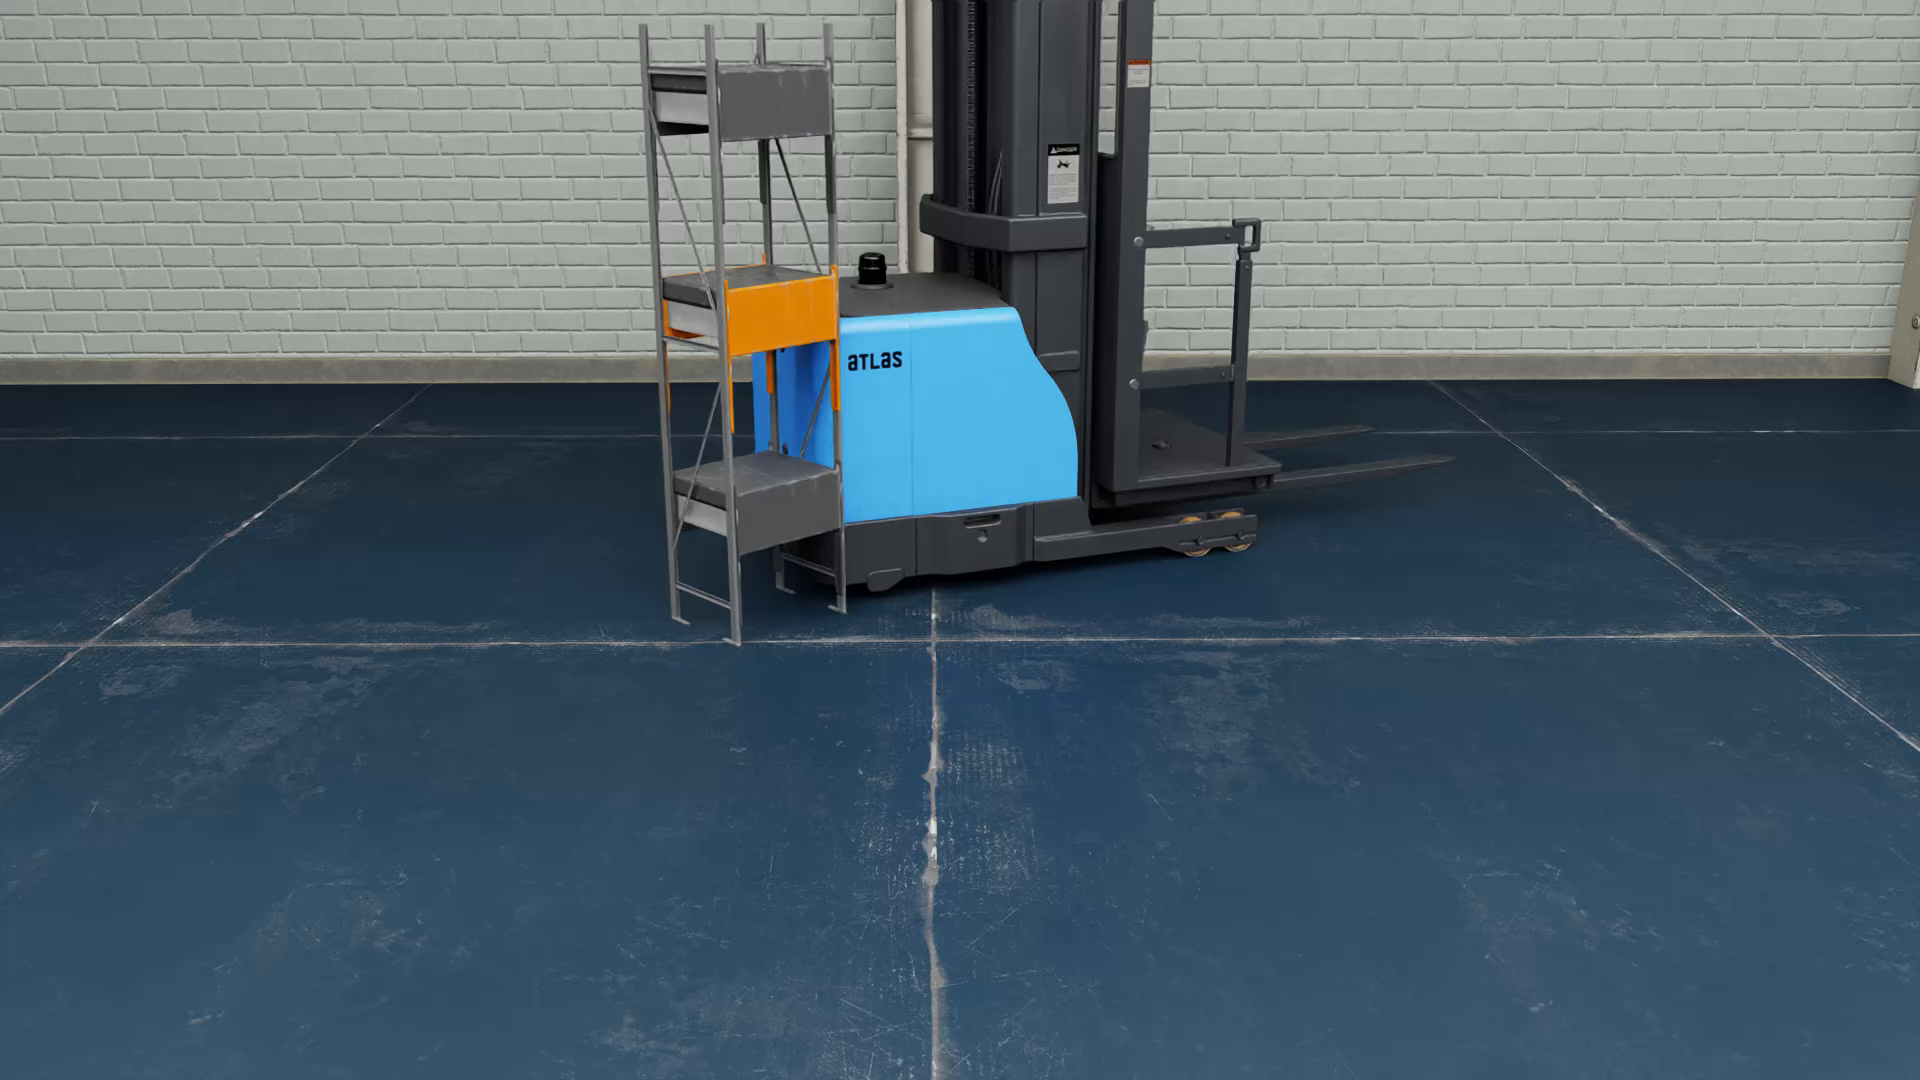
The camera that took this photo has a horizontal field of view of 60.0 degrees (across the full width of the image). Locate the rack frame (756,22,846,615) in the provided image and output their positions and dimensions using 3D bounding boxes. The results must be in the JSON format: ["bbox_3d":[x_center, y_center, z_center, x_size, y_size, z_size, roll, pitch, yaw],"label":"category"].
[{"bbox_3d":[-0.569,-0.768,6.003,0.015,2.100,0.400,-17,24,-42],"label":"rack frame"}]

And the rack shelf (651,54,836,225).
[{"bbox_3d":[-0.743,-1.369,5.631,0.480,0.518,0.431,-17,24,-42],"label":"rack shelf"}]

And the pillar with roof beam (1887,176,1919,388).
[{"bbox_3d":[5.907,-3.918,4.528,0.400,9.000,9.100,0,18,-1],"label":"pillar with roof beam"}]

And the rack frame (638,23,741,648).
[{"bbox_3d":[-0.917,-0.663,5.678,0.015,2.100,0.400,-17,24,-42],"label":"rack frame"}]

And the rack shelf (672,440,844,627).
[{"bbox_3d":[-0.743,-0.036,6.059,0.480,0.518,0.431,-17,24,-42],"label":"rack shelf"}]

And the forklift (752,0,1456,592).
[{"bbox_3d":[0.693,-1.466,6.818,3.031,2.935,1.130,-7,19,-21],"label":"forklift"}]

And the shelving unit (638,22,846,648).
[{"bbox_3d":[-0.743,-0.716,5.841,0.503,2.100,0.431,-17,24,-42],"label":"shelving unit"}]

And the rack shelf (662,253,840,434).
[{"bbox_3d":[-0.743,-0.703,5.845,0.480,0.518,0.431,-17,24,-42],"label":"rack shelf"}]

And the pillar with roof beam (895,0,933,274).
[{"bbox_3d":[-0.092,-3.889,4.437,0.400,9.000,9.100,0,18,-1],"label":"pillar with roof beam"}]
